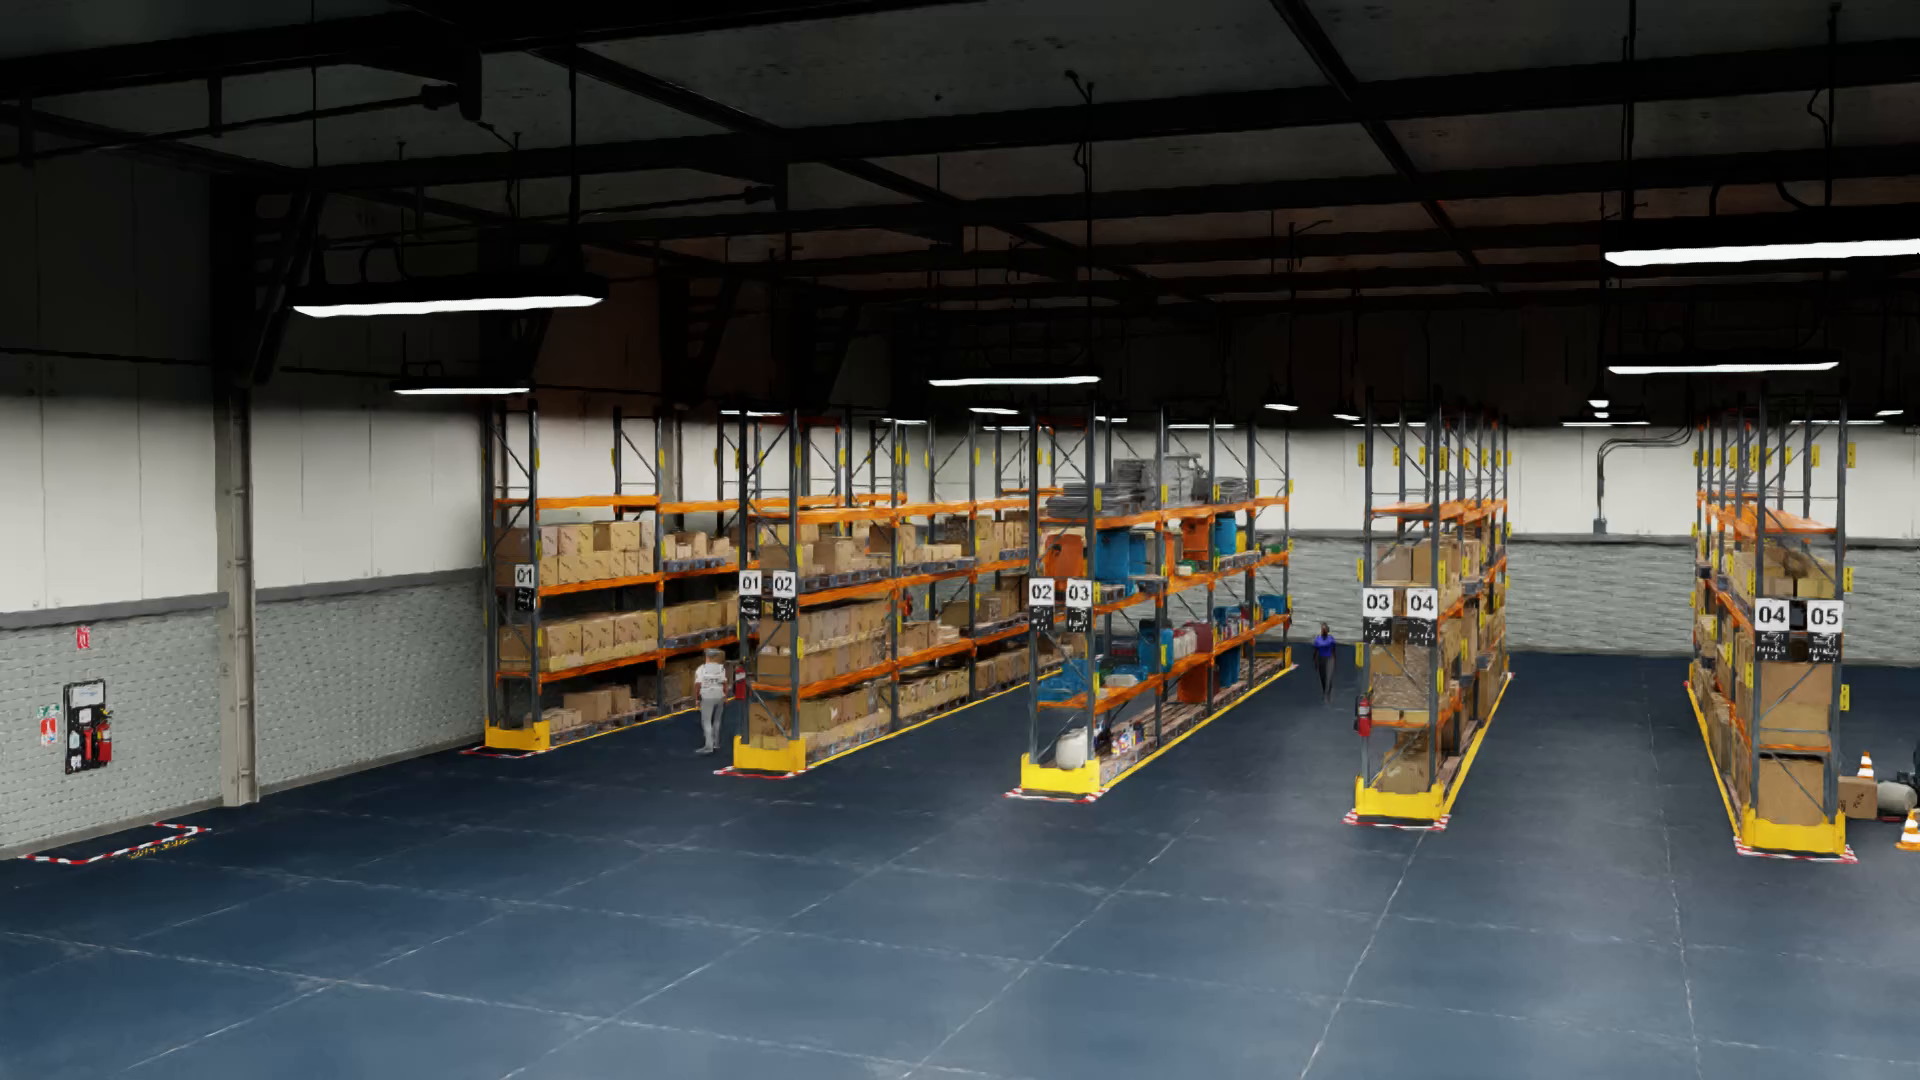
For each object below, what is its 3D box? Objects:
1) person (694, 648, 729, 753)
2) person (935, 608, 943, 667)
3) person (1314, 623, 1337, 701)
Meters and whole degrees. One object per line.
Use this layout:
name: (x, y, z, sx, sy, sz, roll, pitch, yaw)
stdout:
person: (-4.254, 2.714, 28.345, 0.654, 1.748, 0.586, -2, 3, -36)
person: (-0.579, 2.327, 37.786, 0.446, 1.590, 1.110, 1, 3, 24)
person: (7.546, 2.500, 34.426, 0.447, 1.574, 1.088, 1, 3, 24)
